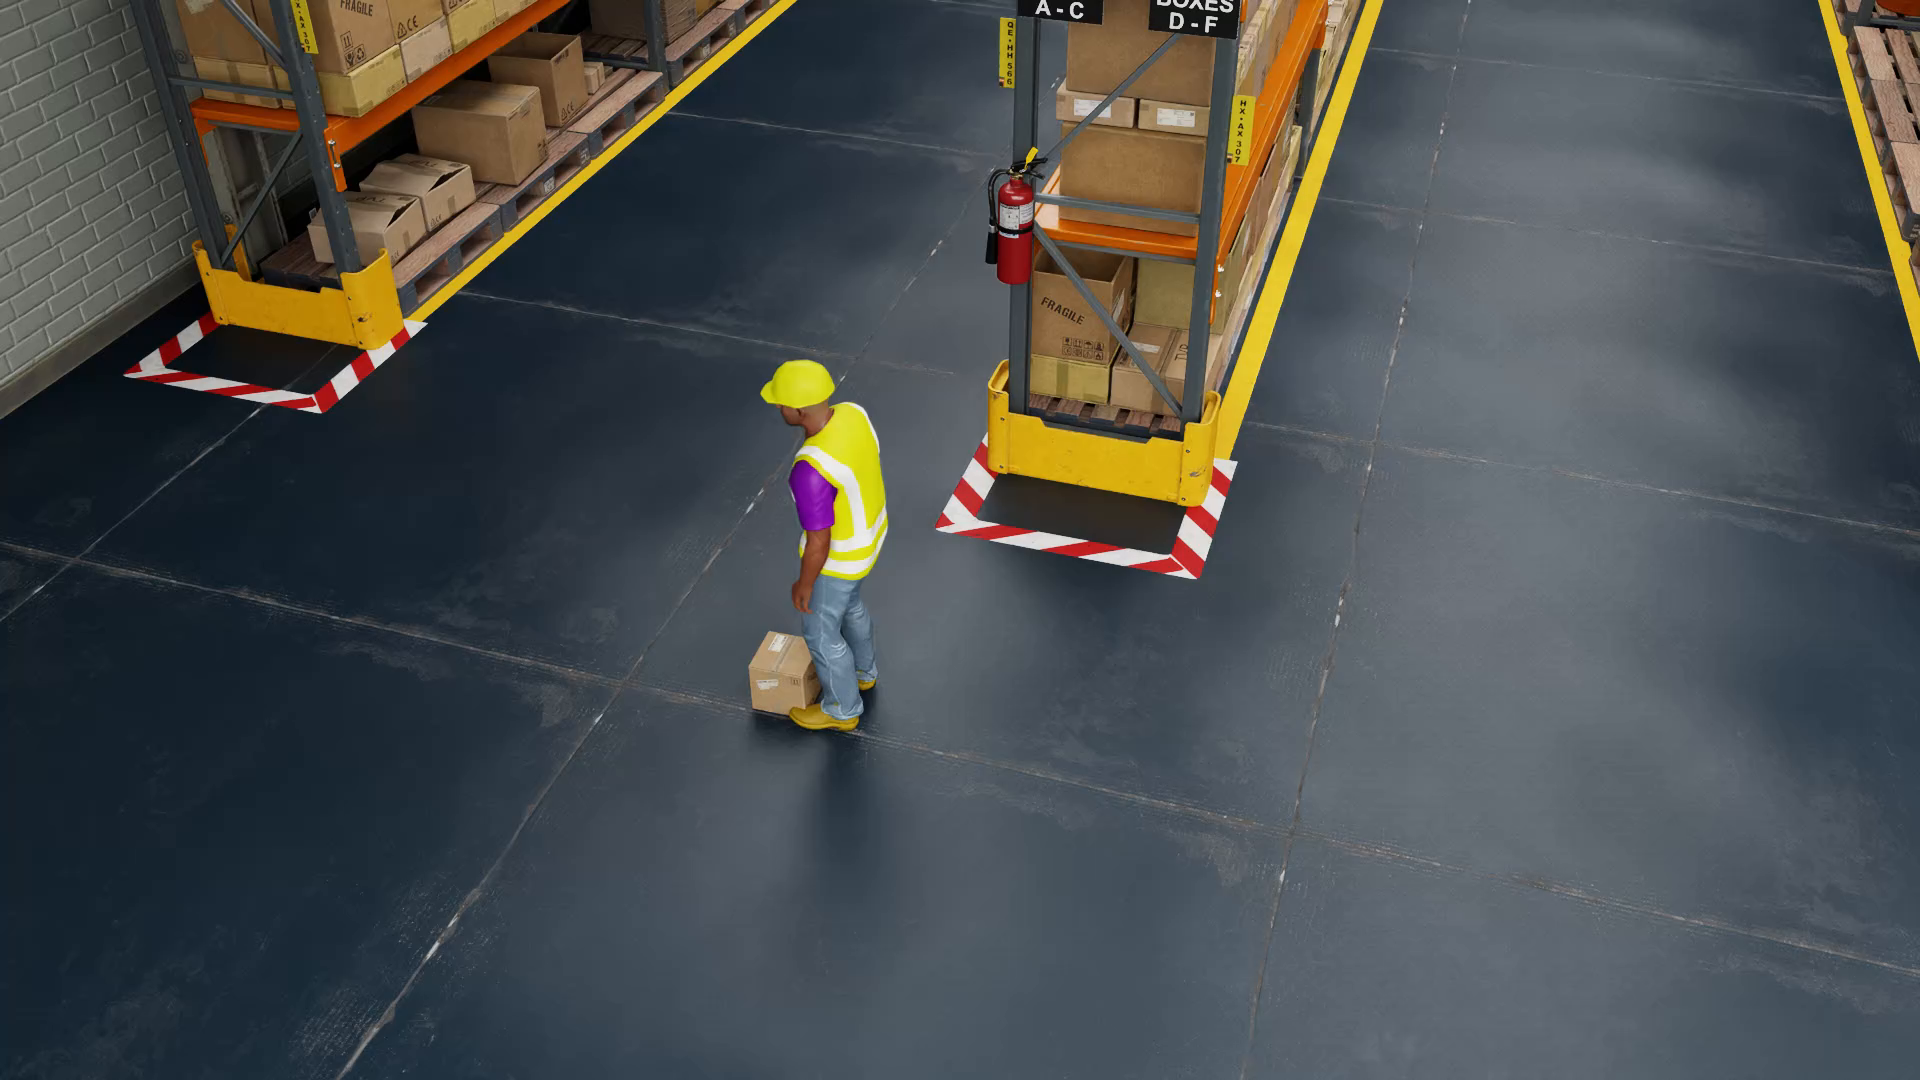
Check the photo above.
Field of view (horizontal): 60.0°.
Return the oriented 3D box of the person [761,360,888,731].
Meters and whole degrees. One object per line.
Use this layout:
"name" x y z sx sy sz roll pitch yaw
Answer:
"person" -0.538 0.022 6.847 0.459 1.760 0.625 10 38 13
